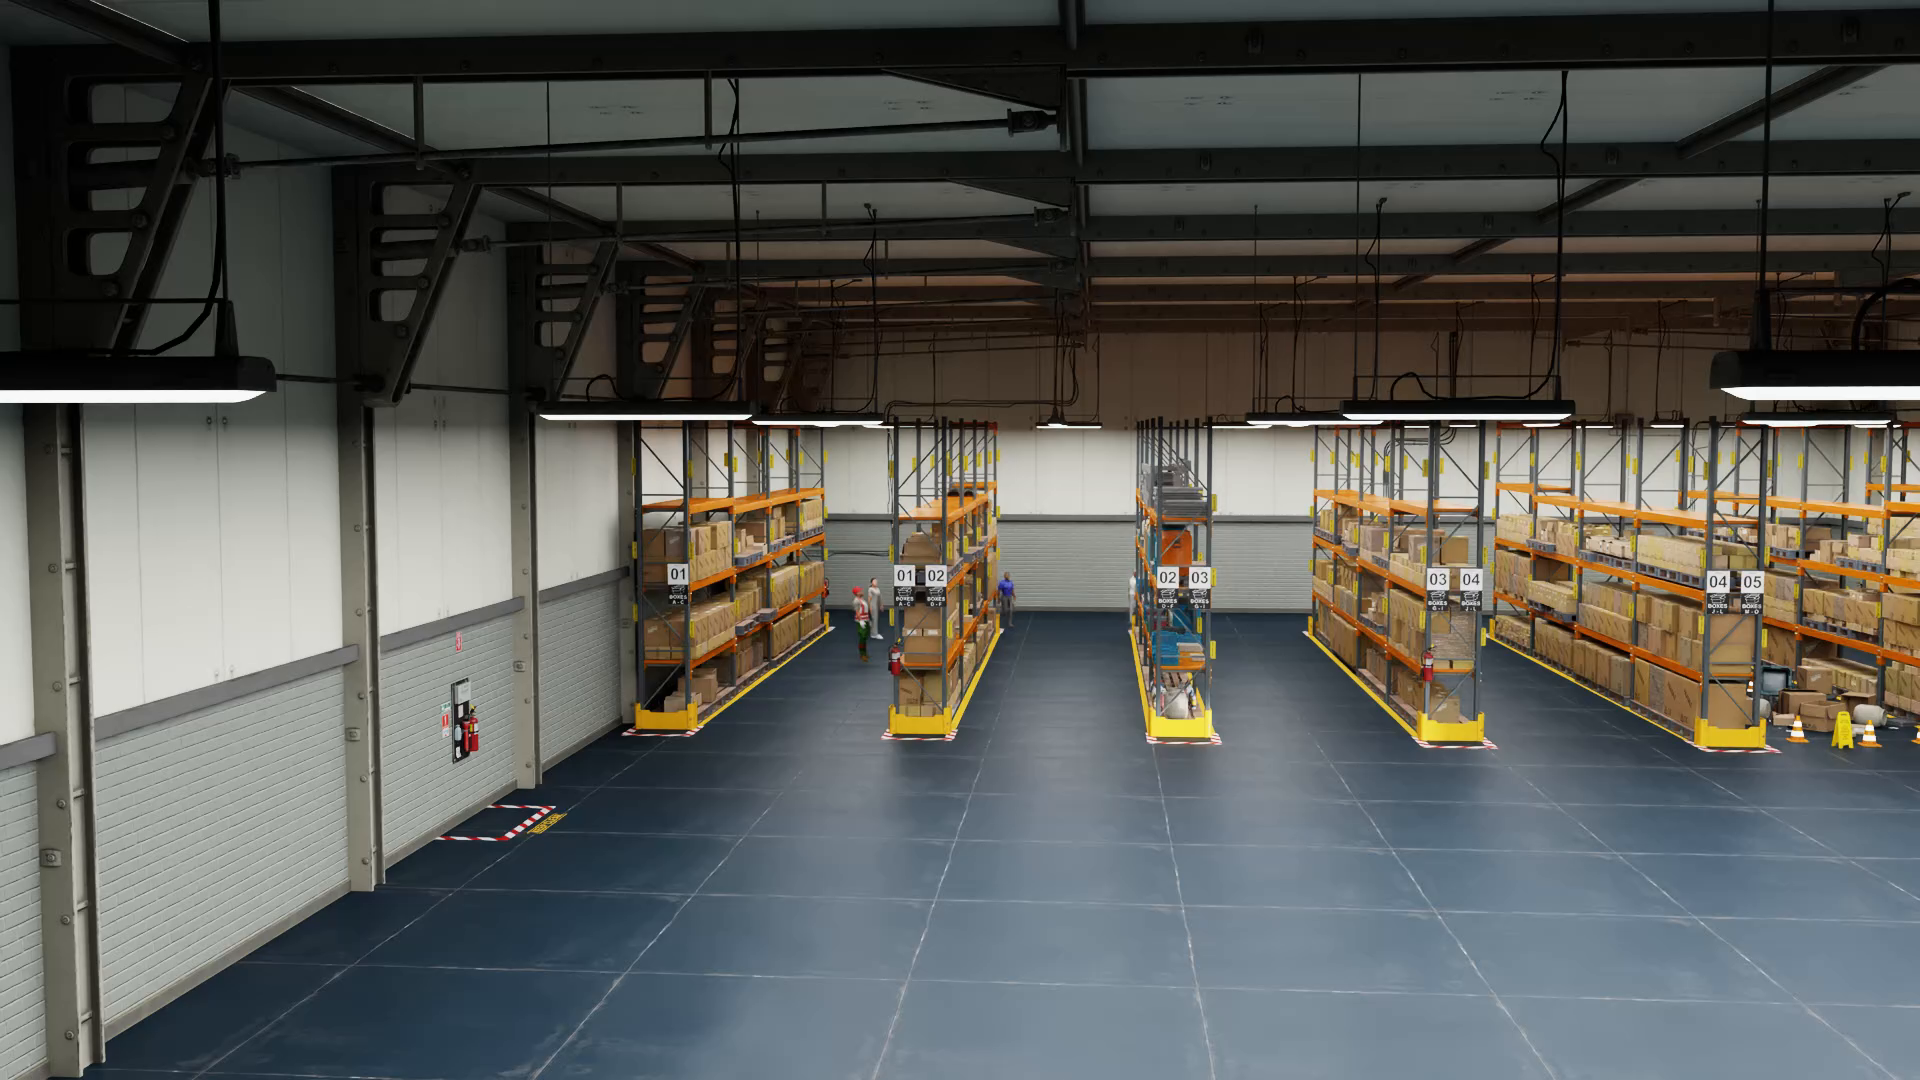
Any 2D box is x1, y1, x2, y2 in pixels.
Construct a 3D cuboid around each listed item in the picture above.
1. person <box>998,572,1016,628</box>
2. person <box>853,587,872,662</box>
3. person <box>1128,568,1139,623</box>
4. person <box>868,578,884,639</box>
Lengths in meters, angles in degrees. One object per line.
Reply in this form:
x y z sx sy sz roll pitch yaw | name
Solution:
1.299 1.733 48.538 0.639 1.623 0.476 3 5 40 | person
-2.394 2.075 41.370 0.539 1.841 0.585 2 4 33 | person
5.255 1.648 49.736 0.455 1.646 0.974 1 4 11 | person
-2.311 1.885 46.168 0.471 1.672 0.491 1 4 22 | person
